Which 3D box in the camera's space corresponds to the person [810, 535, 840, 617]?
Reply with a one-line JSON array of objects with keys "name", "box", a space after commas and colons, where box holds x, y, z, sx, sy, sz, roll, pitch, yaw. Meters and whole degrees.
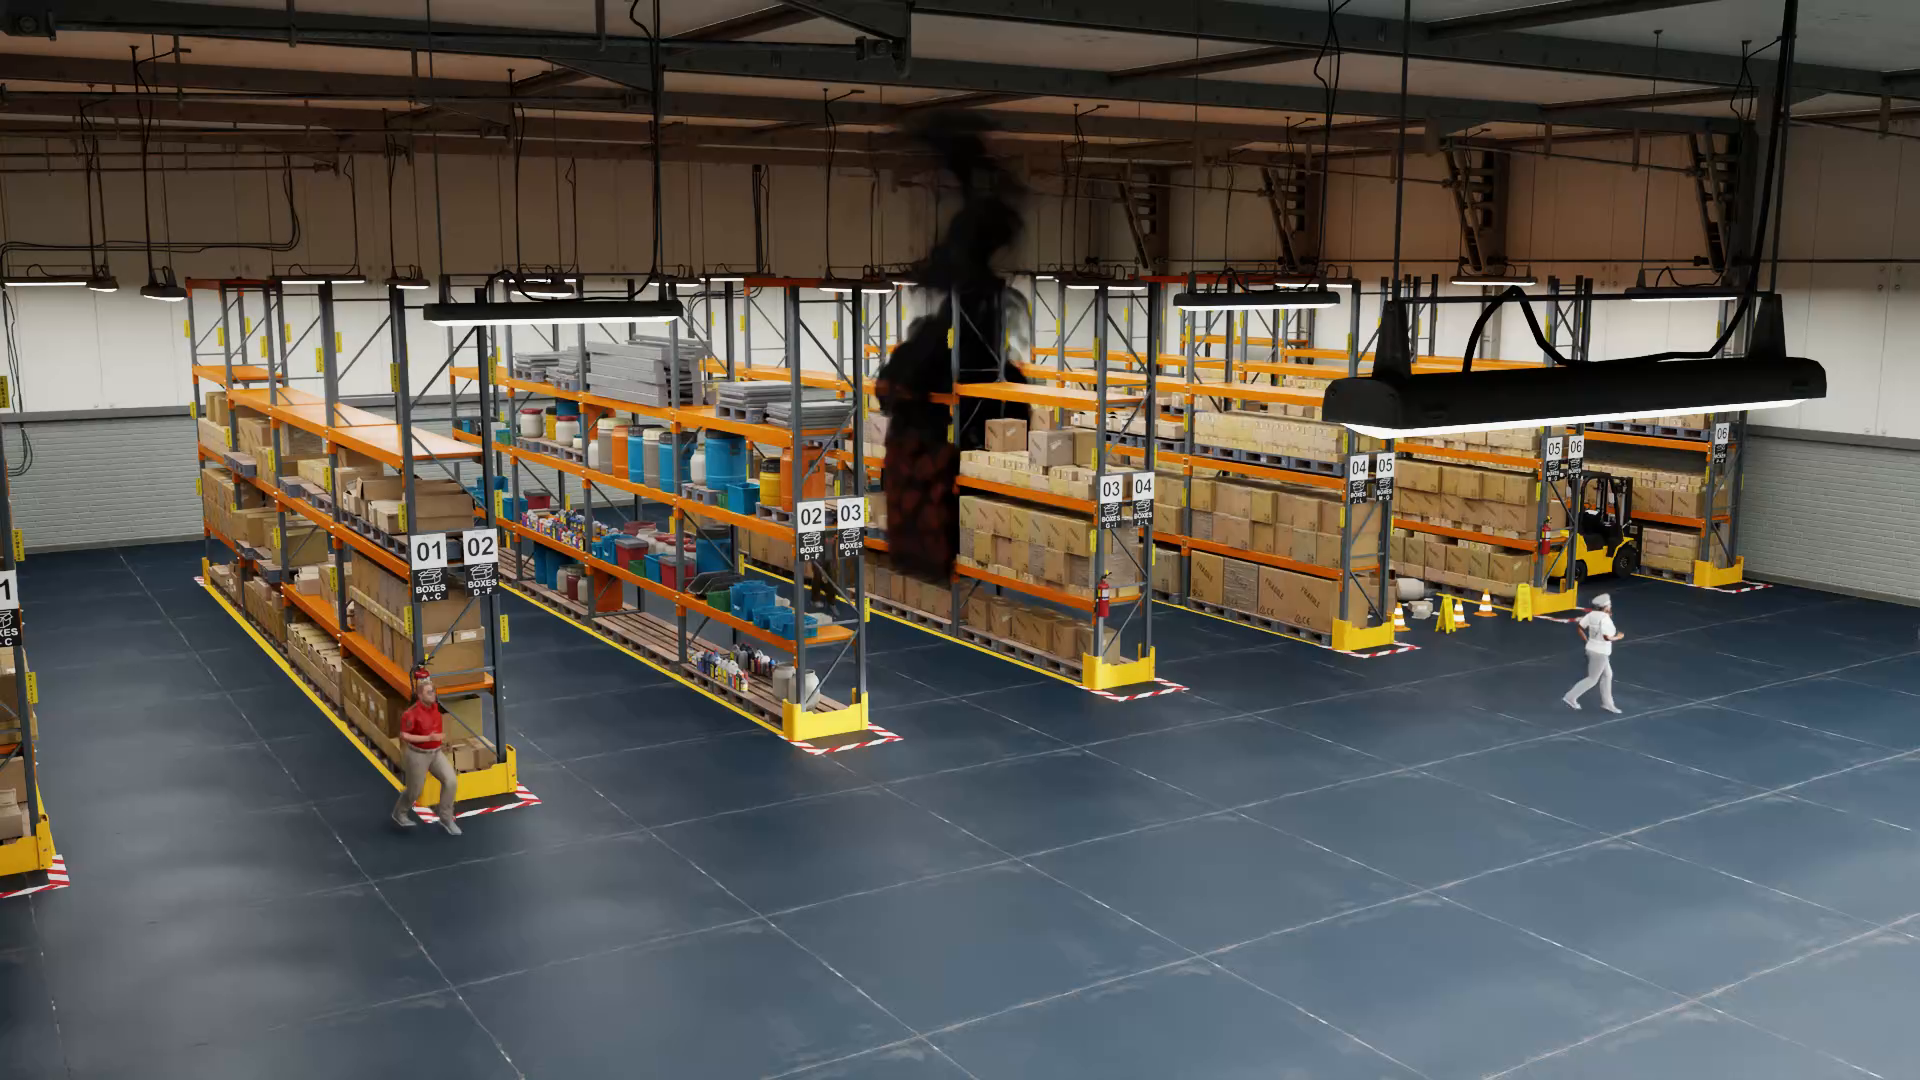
[{"name": "person", "box": [-2.334, 0.381, 28.803, 0.685, 1.903, 0.770, -7, 12, -37]}]

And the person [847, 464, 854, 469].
[{"name": "person", "box": [-2.559, -0.932, 38.565, 0.679, 1.696, 0.725, -6, 11, -30]}]

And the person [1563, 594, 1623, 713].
[{"name": "person", "box": [8.929, 1.614, 23.331, 0.862, 1.730, 0.560, 0, 10, -1]}]

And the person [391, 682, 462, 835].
[{"name": "person", "box": [-5.979, 2.434, 18.490, 0.848, 1.769, 0.680, 5, 11, 26]}]
